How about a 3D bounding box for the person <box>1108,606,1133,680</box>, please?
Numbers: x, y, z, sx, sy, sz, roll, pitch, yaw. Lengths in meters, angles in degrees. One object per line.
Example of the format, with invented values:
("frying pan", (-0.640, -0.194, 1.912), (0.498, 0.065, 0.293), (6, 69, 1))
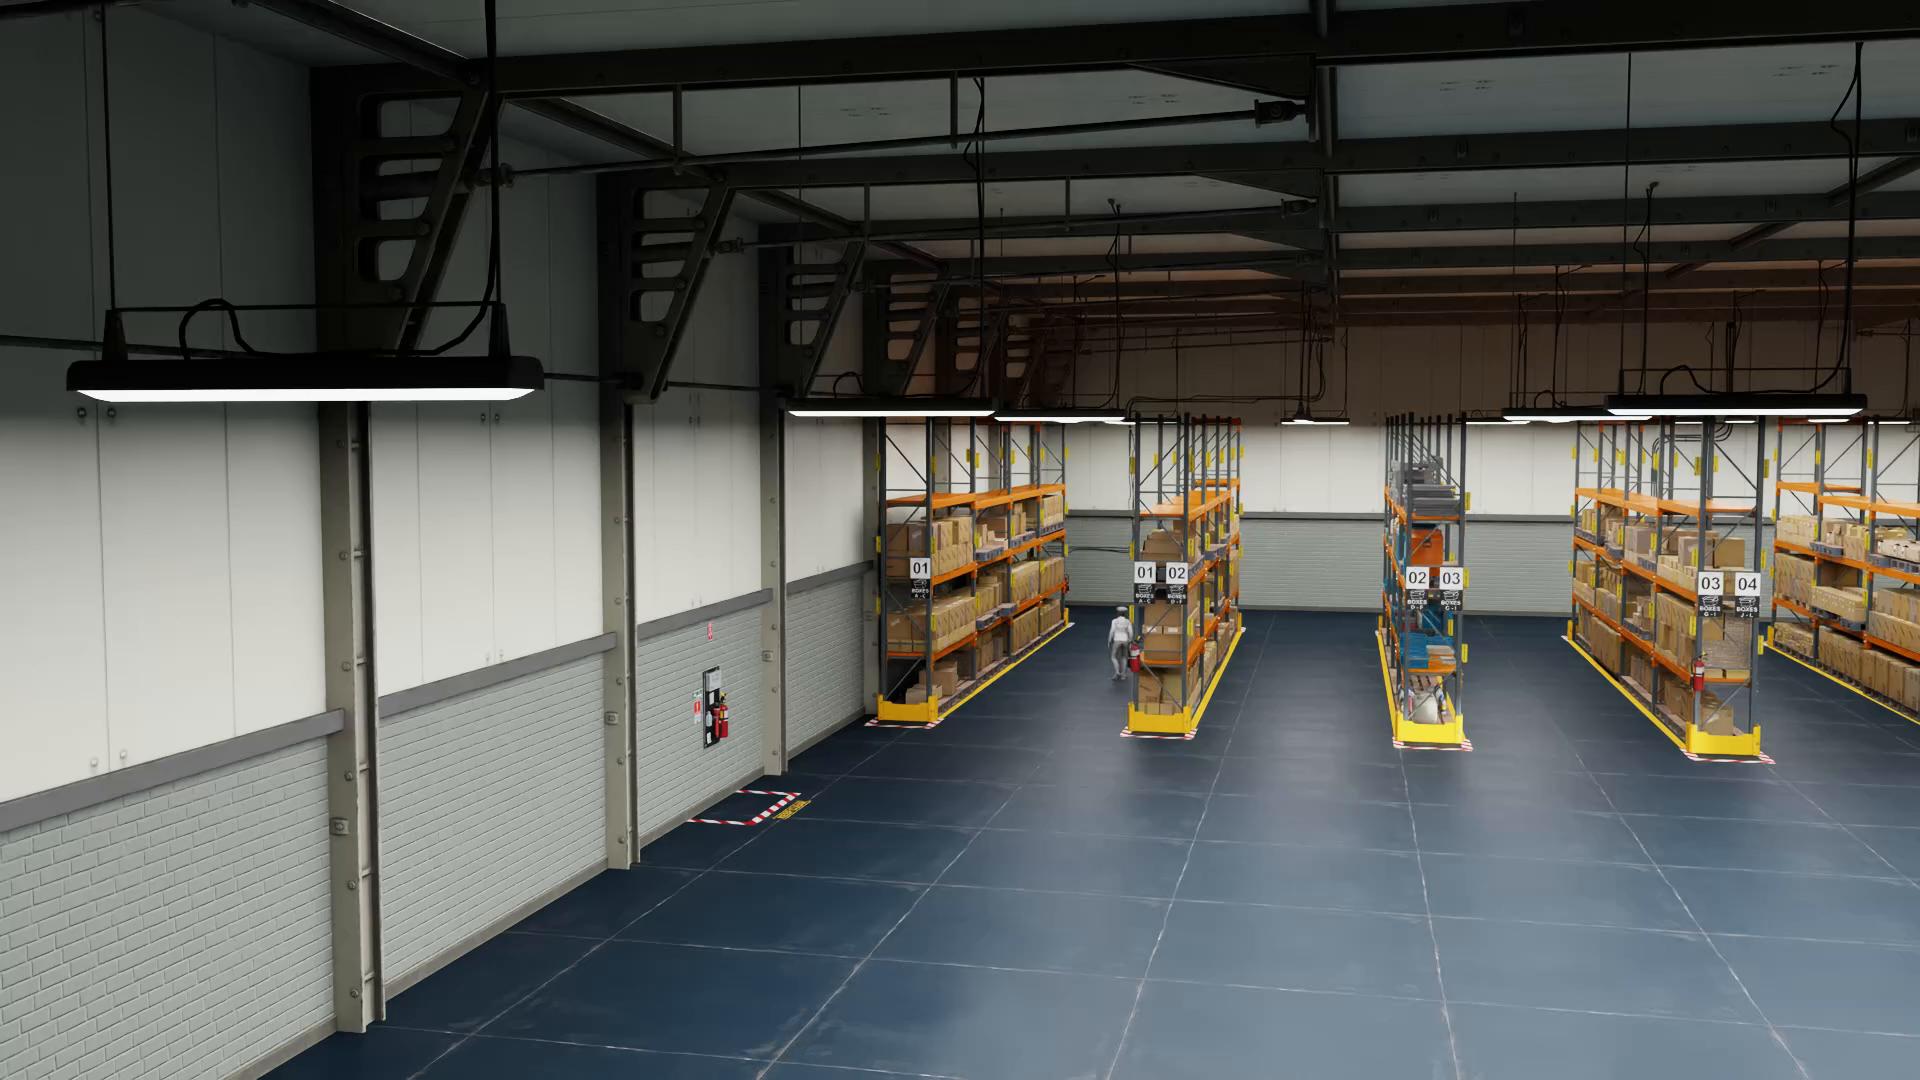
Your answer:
("person", (3.657, 2.354, 37.716), (0.553, 1.652, 0.581), (-1, 4, -10))
